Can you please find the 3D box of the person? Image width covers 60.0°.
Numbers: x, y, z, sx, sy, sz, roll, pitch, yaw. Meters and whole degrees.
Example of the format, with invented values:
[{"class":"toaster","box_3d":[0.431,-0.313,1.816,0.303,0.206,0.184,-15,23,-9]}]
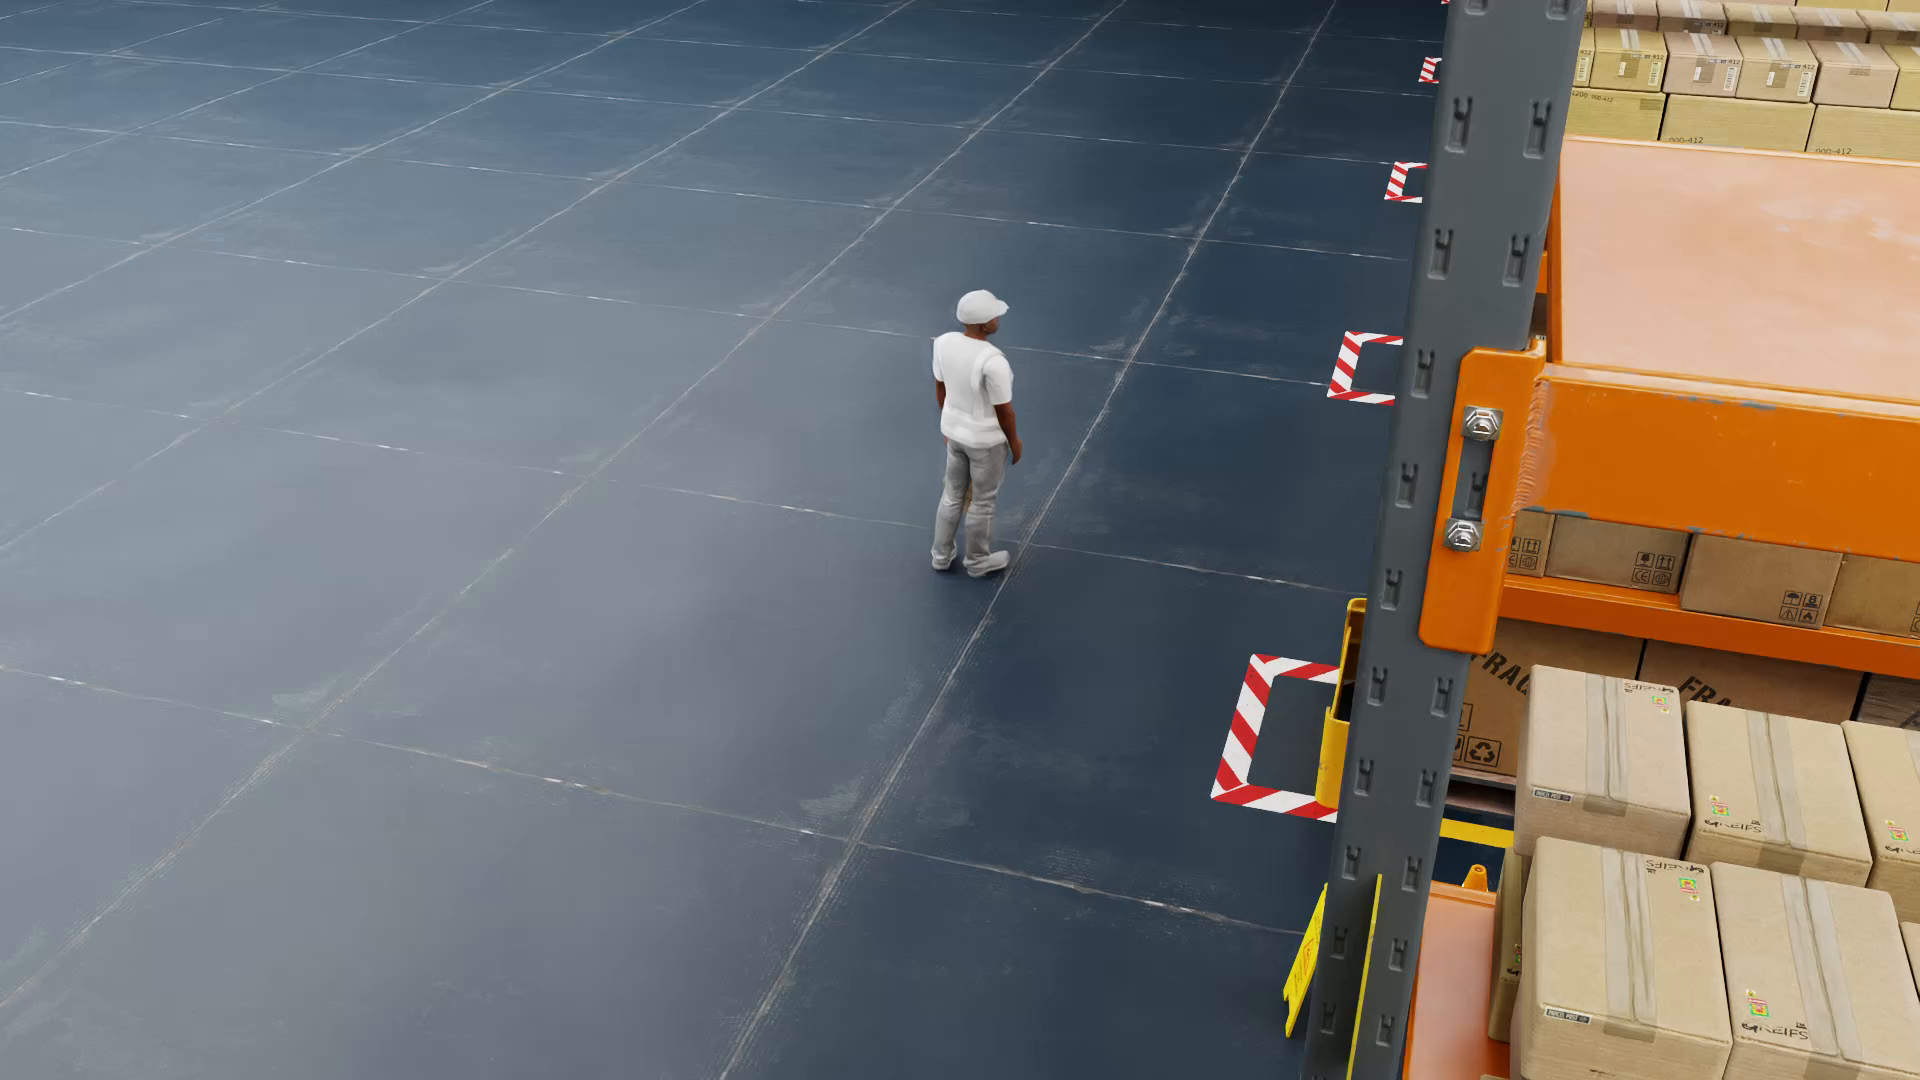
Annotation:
[{"class":"person","box_3d":[0.089,-0.603,9.558,0.431,1.776,0.580,-26,38,-38]}]
